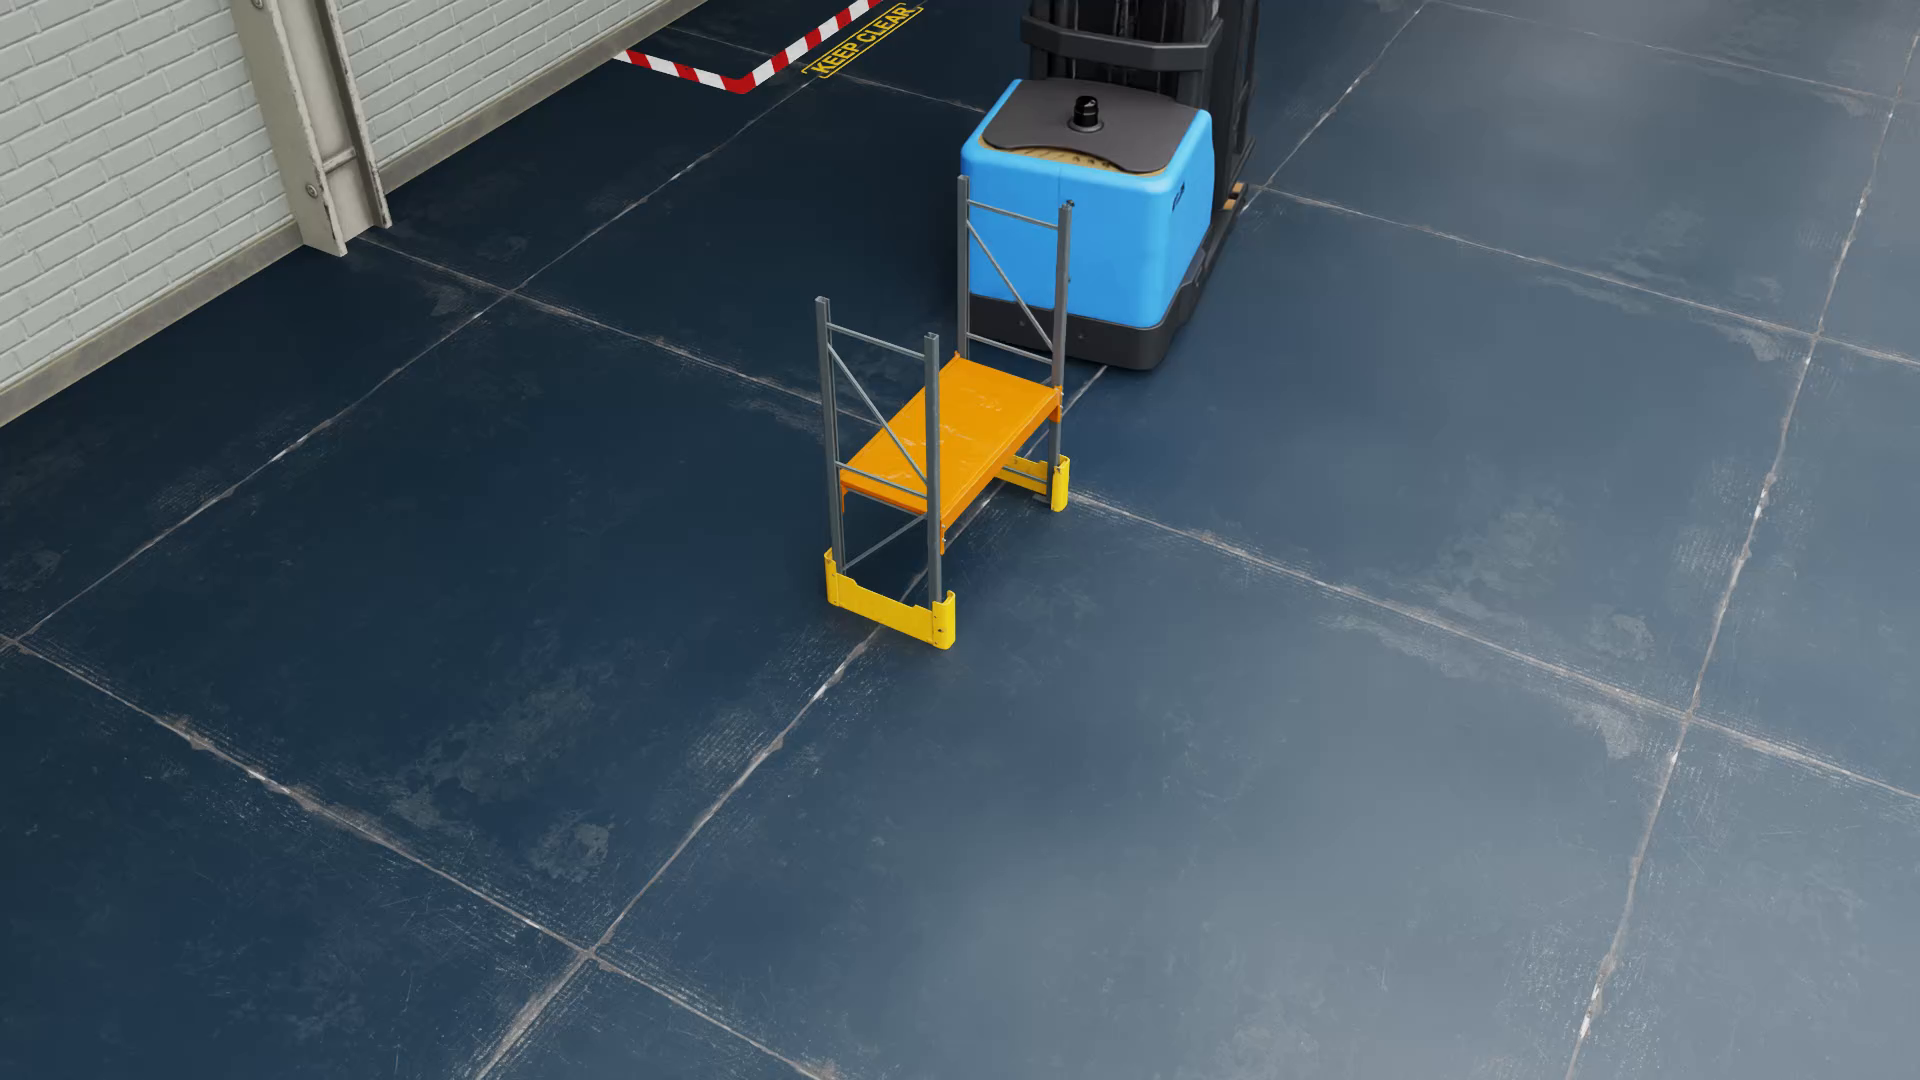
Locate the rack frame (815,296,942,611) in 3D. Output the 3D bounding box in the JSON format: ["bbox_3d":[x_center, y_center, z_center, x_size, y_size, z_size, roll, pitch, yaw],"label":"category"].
[{"bbox_3d":[-0.297,-0.223,6.369,0.500,1.500,0.032,21,45,22],"label":"rack frame"}]

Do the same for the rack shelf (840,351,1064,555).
[{"bbox_3d":[-0.043,-0.379,6.818,0.538,0.185,1.000,21,45,22],"label":"rack shelf"}]

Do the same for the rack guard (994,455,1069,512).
[{"bbox_3d":[0.211,-0.335,7.441,0.587,0.250,0.087,21,45,22],"label":"rack guard"}]

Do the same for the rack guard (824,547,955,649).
[{"bbox_3d":[-0.287,0.235,6.794,0.587,0.250,0.087,21,45,22],"label":"rack guard"}]

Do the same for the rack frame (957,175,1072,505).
[{"bbox_3d":[0.212,-0.805,7.029,0.500,1.500,0.032,21,45,22],"label":"rack frame"}]

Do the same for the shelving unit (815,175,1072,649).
[{"bbox_3d":[-0.038,-0.519,6.705,0.587,1.500,1.083,21,45,22],"label":"shelving unit"}]

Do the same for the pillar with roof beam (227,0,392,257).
[{"bbox_3d":[0.345,-3.646,4.582,9.100,9.000,0.400,21,45,22],"label":"pillar with roof beam"}]

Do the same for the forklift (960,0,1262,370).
[{"bbox_3d":[0.978,-2.908,8.335,1.130,2.935,3.031,14,43,15],"label":"forklift"}]
